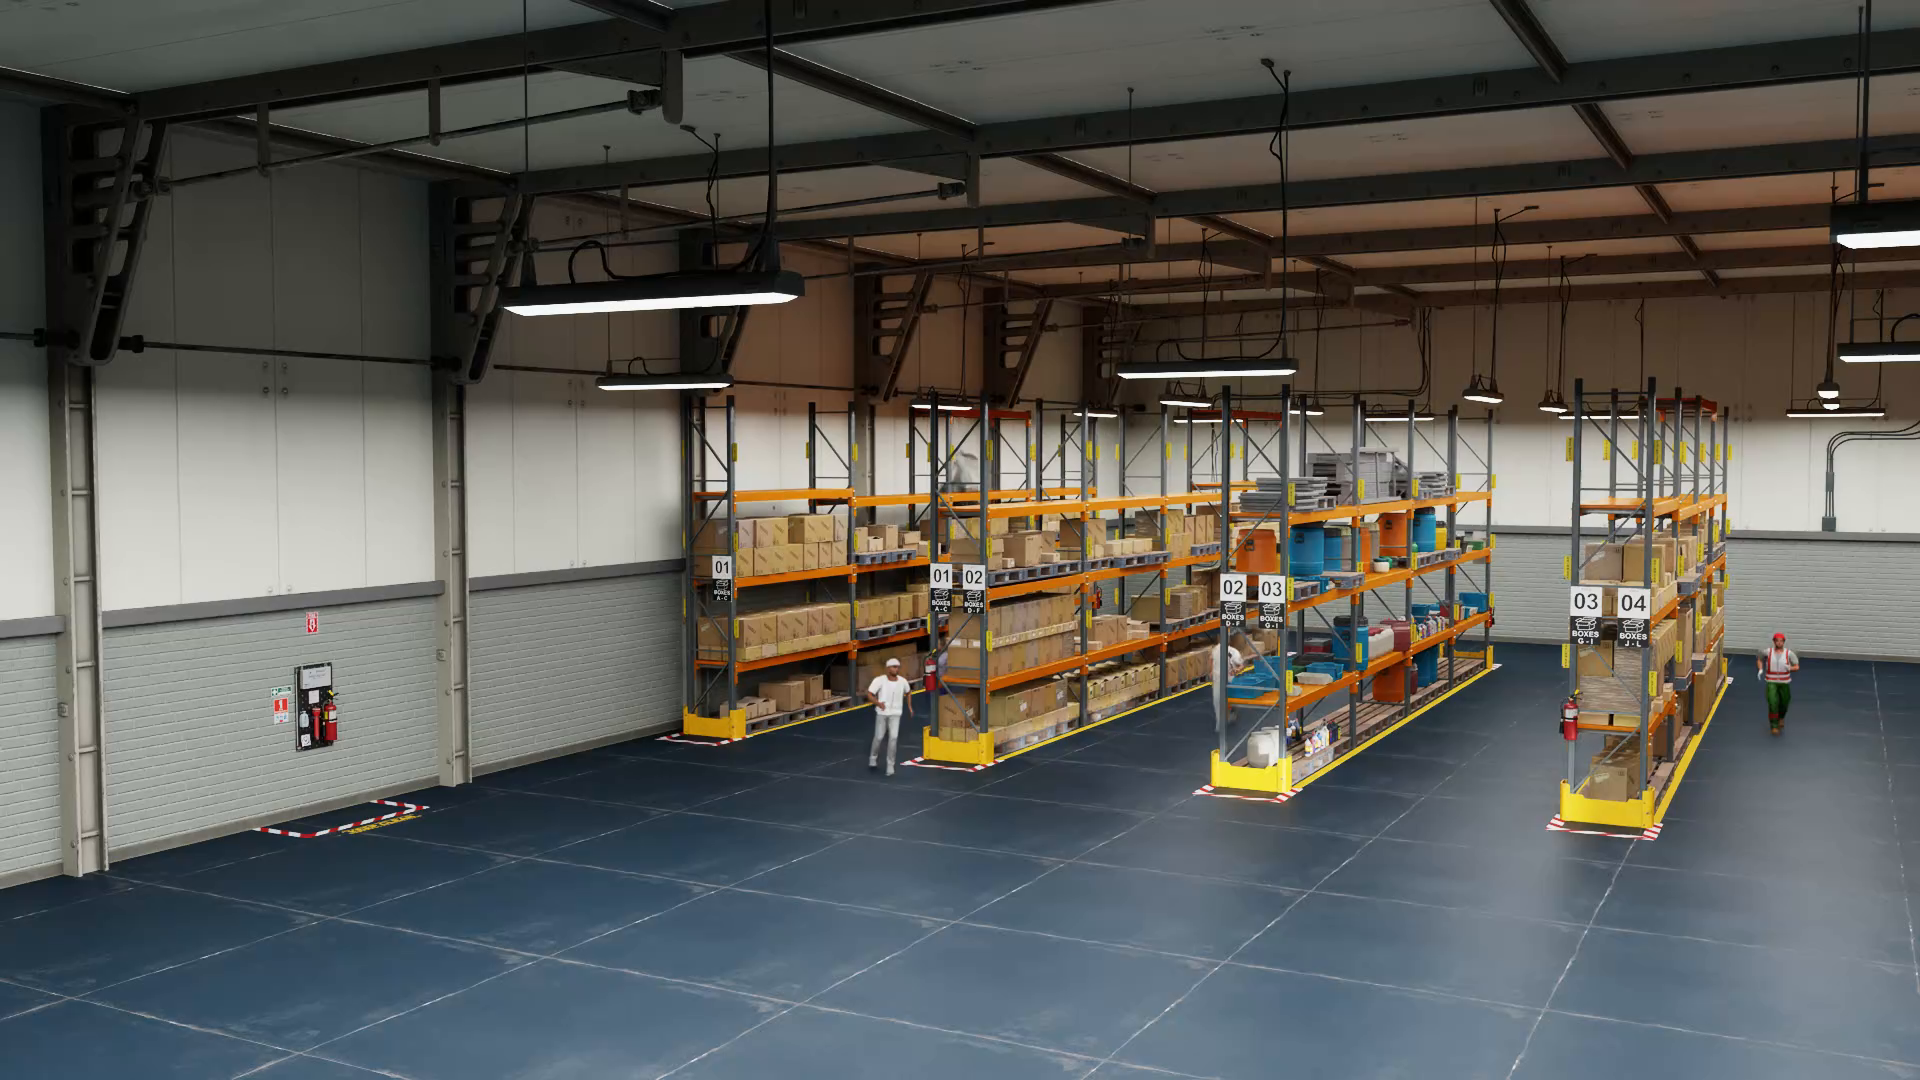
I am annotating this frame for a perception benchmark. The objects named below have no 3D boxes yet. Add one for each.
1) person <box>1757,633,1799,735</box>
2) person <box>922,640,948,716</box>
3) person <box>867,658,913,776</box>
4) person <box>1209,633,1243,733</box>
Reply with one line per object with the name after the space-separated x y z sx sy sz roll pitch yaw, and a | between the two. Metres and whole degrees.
14.526 2.531 29.527 0.661 1.765 1.002 1 3 23 | person
-0.418 2.611 30.274 0.605 1.594 0.539 1 3 18 | person
-1.082 2.746 26.070 0.753 1.748 0.865 -1 3 -13 | person
4.794 2.548 30.102 0.663 1.785 0.903 1 3 23 | person
